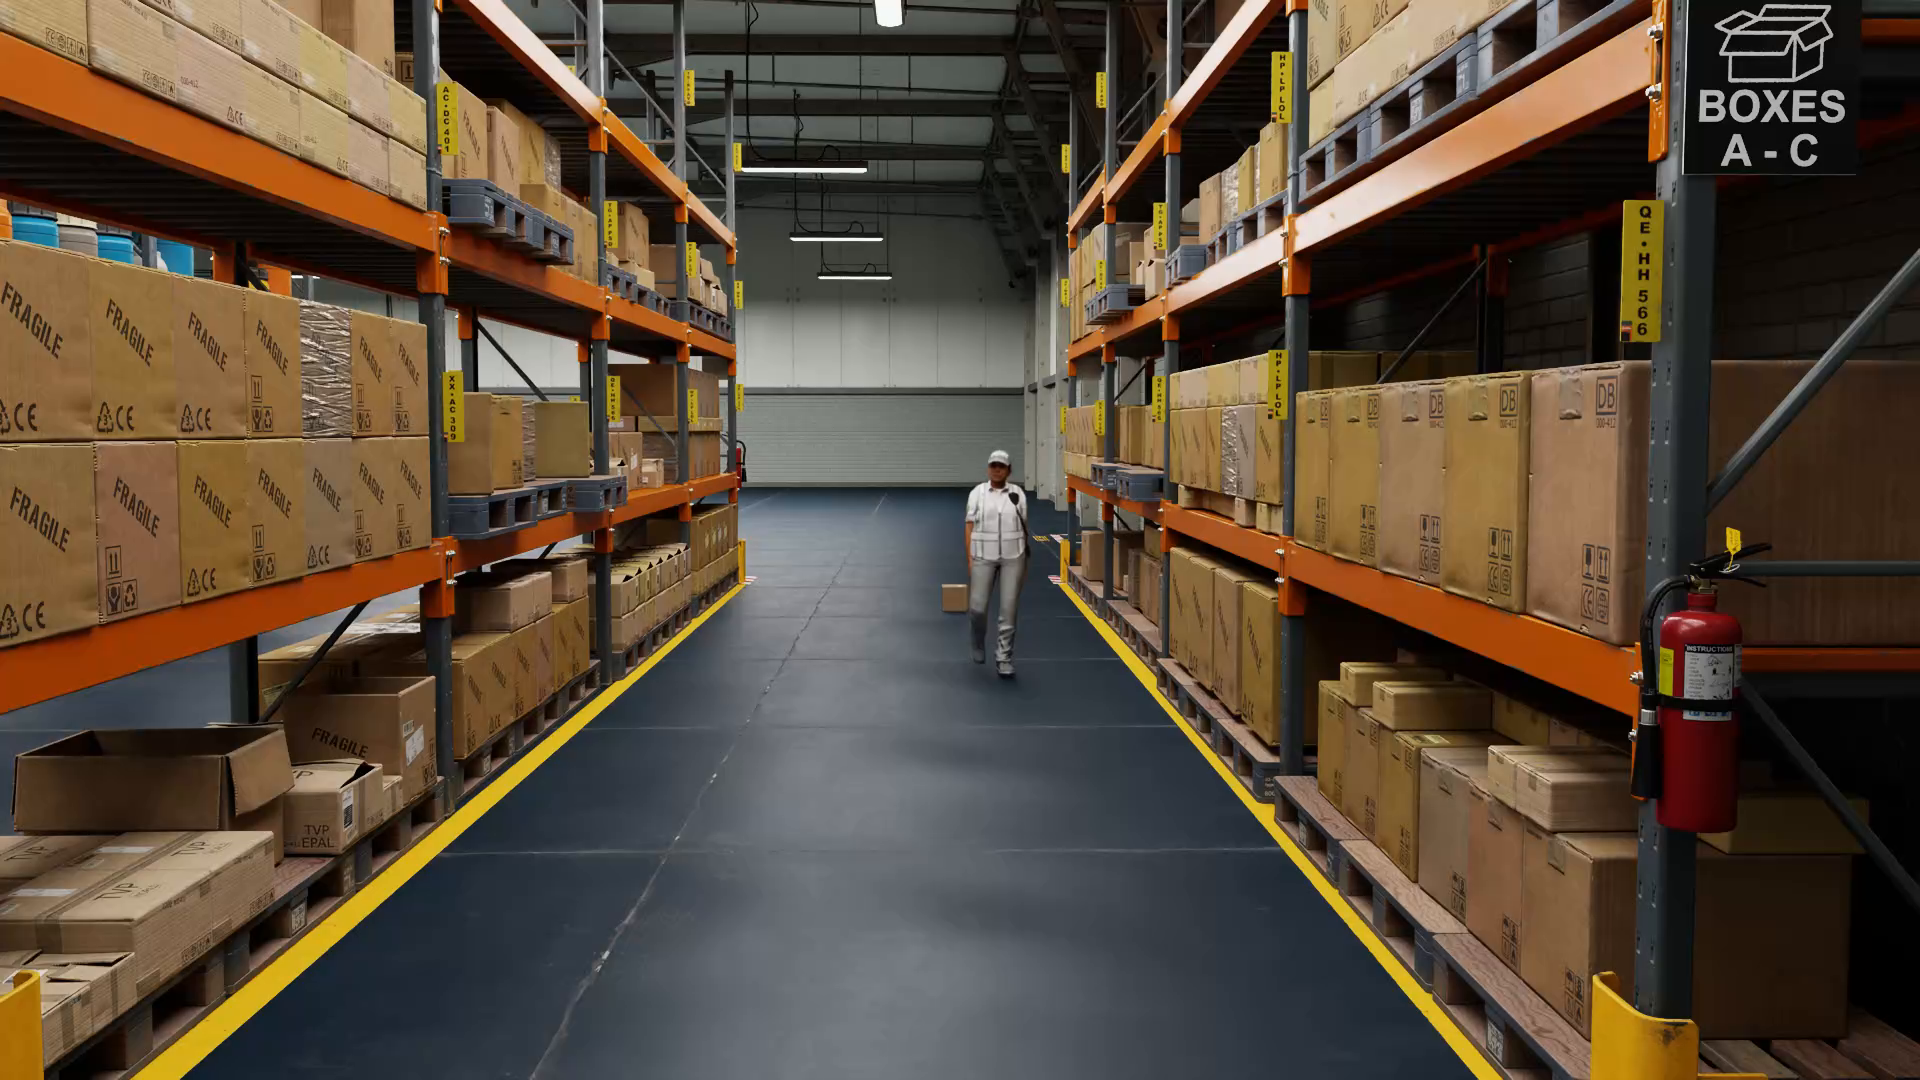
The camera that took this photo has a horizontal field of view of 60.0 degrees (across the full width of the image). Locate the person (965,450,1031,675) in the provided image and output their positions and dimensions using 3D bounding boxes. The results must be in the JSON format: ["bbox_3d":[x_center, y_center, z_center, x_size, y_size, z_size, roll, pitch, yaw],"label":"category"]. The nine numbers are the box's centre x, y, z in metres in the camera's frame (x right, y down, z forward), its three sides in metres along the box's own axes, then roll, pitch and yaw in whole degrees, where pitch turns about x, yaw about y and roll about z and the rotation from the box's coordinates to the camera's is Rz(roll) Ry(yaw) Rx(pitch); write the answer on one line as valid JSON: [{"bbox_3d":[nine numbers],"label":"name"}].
[{"bbox_3d":[0.280,0.156,12.404,0.486,1.648,0.547,0,4,-3],"label":"person"}]
